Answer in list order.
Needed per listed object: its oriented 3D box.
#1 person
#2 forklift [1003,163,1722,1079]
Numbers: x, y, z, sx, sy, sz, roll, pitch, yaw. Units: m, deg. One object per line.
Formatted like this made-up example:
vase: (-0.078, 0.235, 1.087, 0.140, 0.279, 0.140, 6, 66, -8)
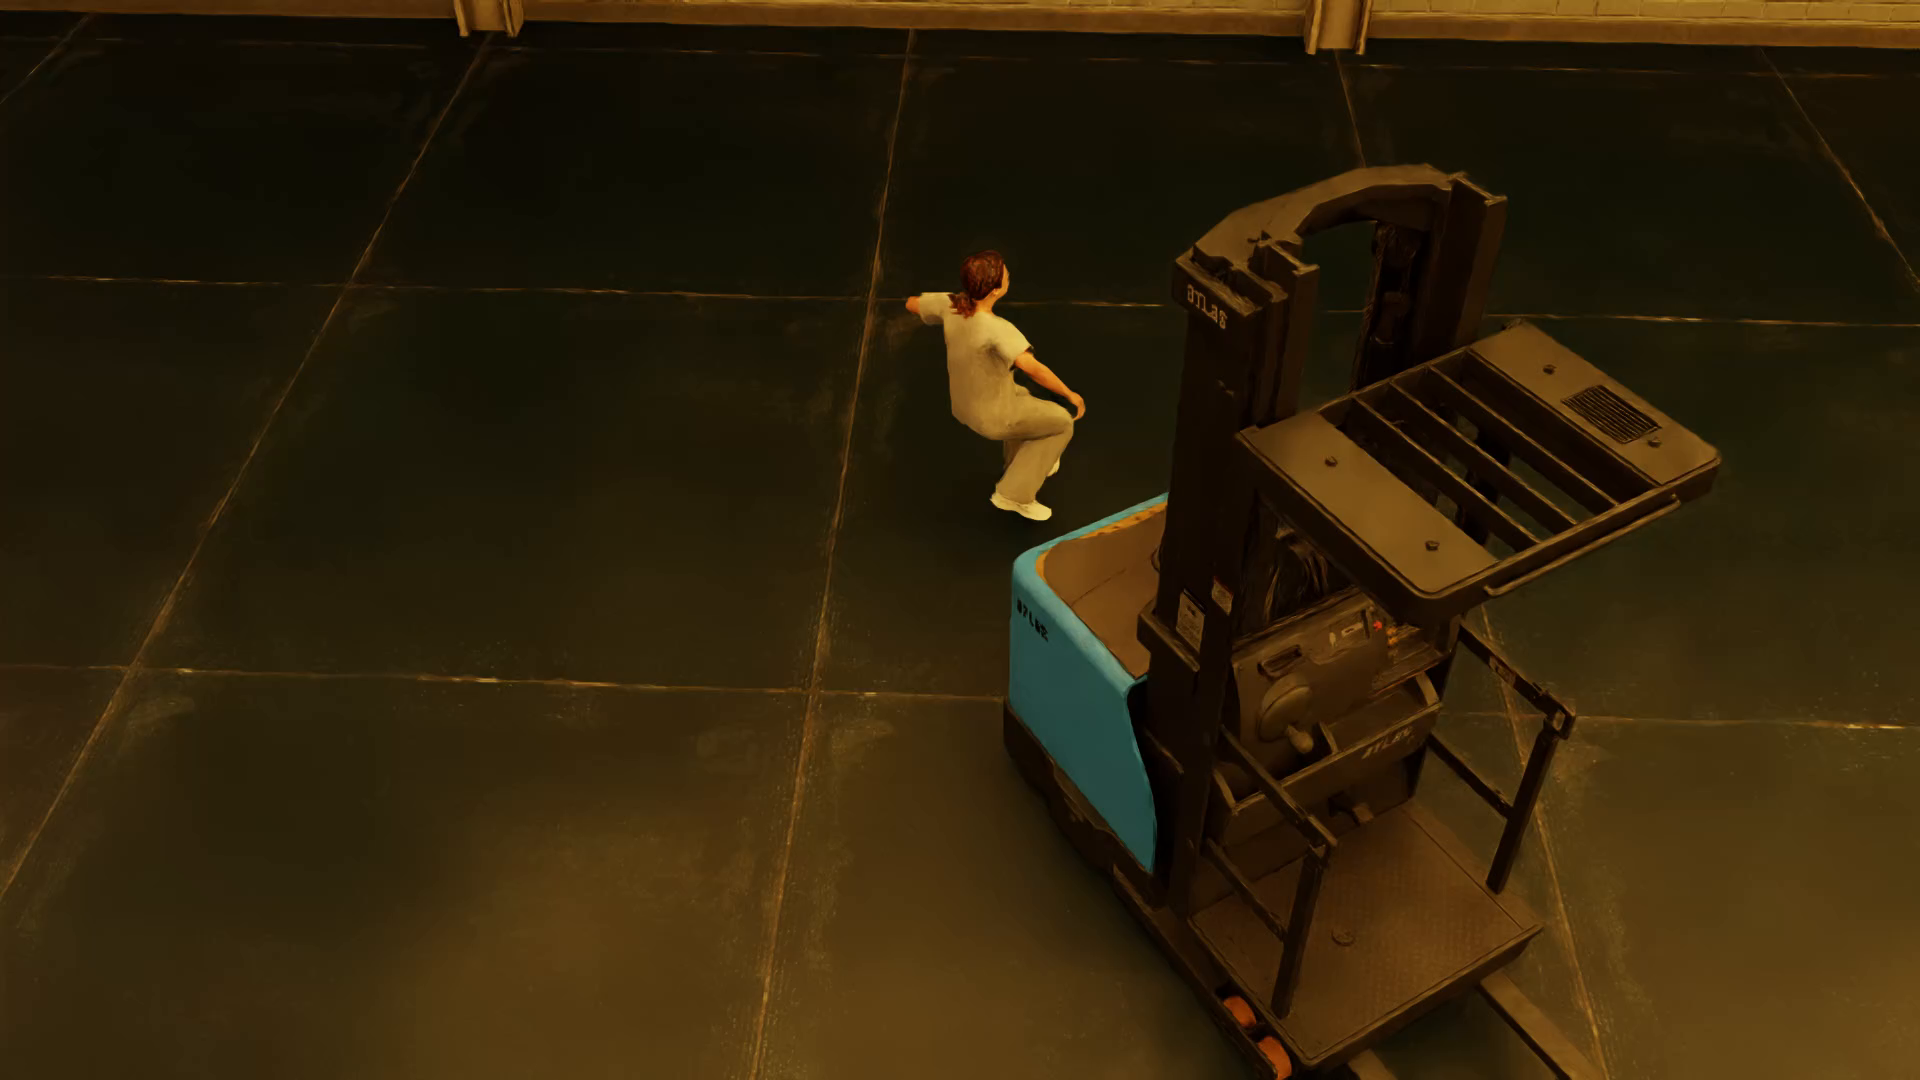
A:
person: (0.252, -0.725, 7.584, 0.740, 1.520, 1.023, -27, 49, -27)
forklift: (1.368, 0.457, 5.241, 1.130, 2.935, 3.031, -22, 47, -22)
